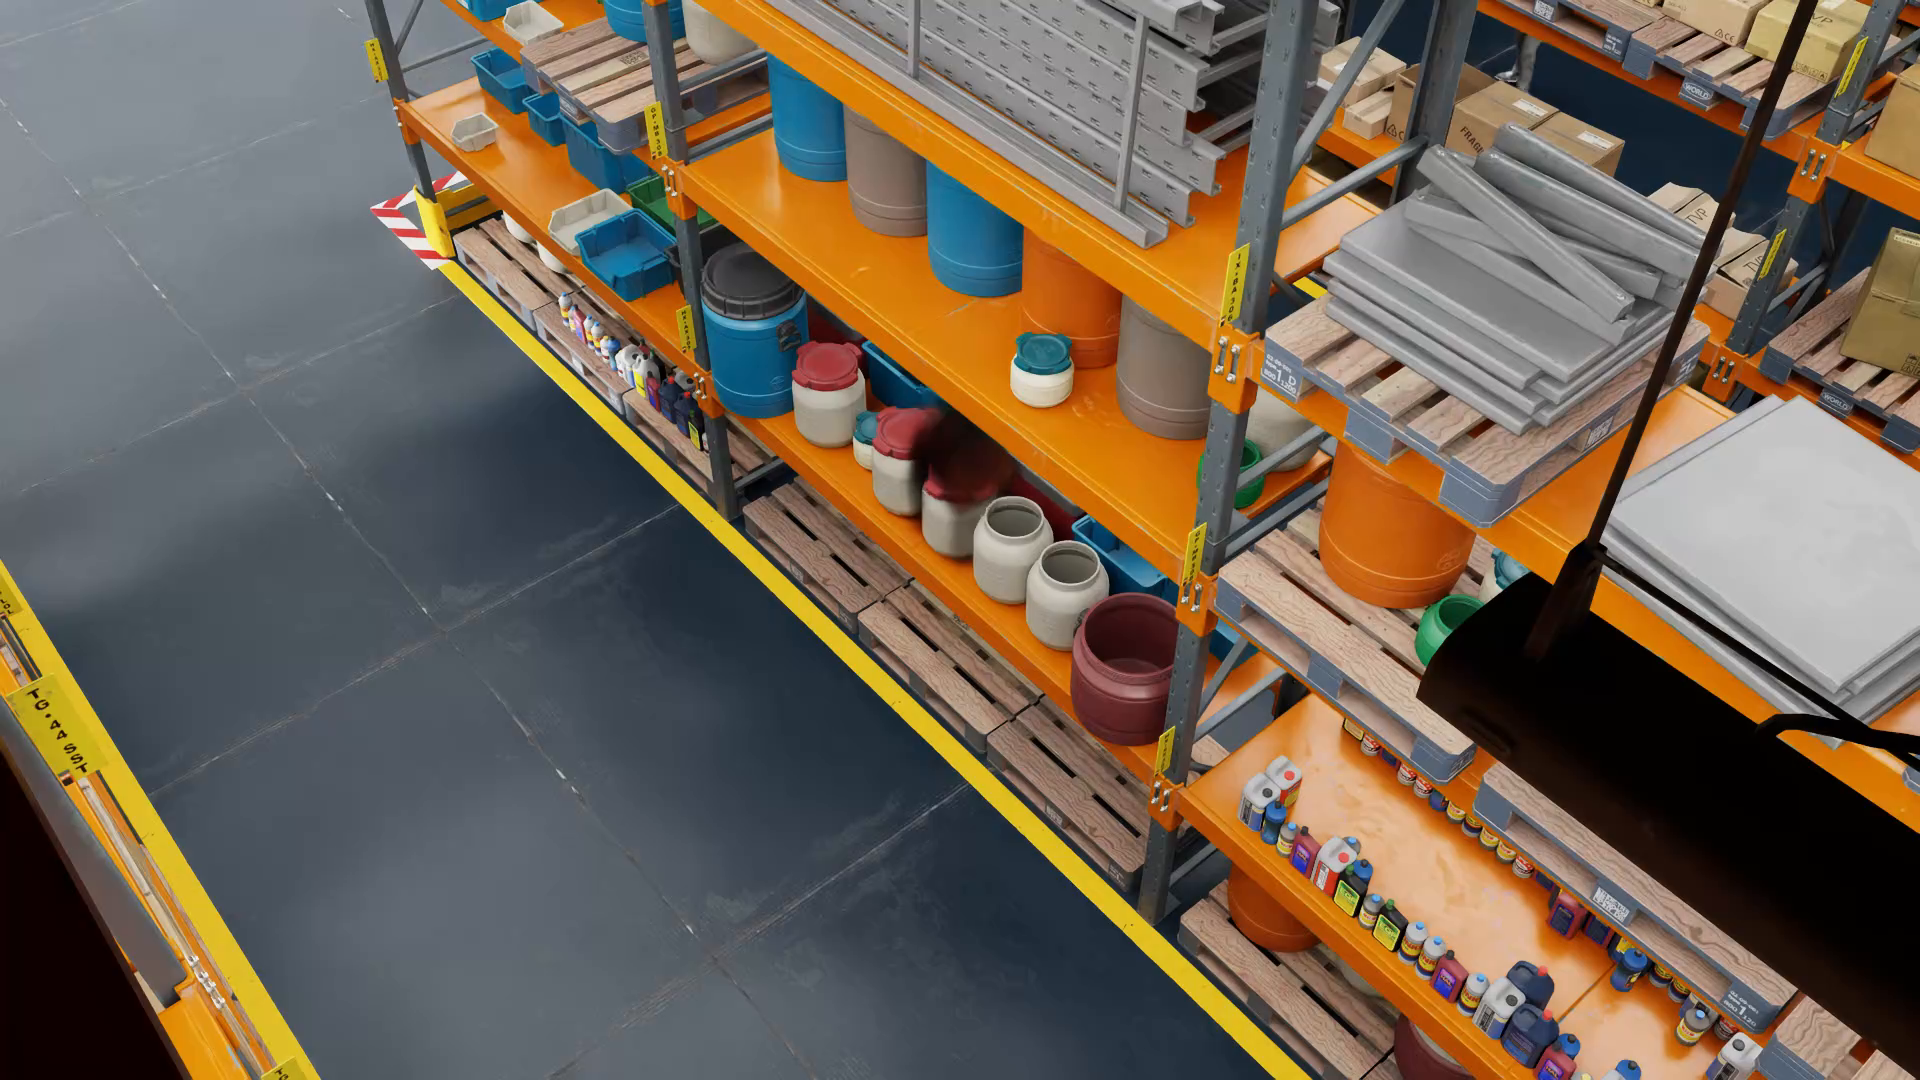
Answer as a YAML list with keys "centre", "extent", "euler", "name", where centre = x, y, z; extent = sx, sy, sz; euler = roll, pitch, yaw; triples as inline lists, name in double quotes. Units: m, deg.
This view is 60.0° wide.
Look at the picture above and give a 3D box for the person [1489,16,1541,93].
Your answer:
- centre: [4.870, -4.474, 14.156]
  extent: [0.532, 1.606, 0.588]
  euler: [-16, 49, -15]
  name: "person"
